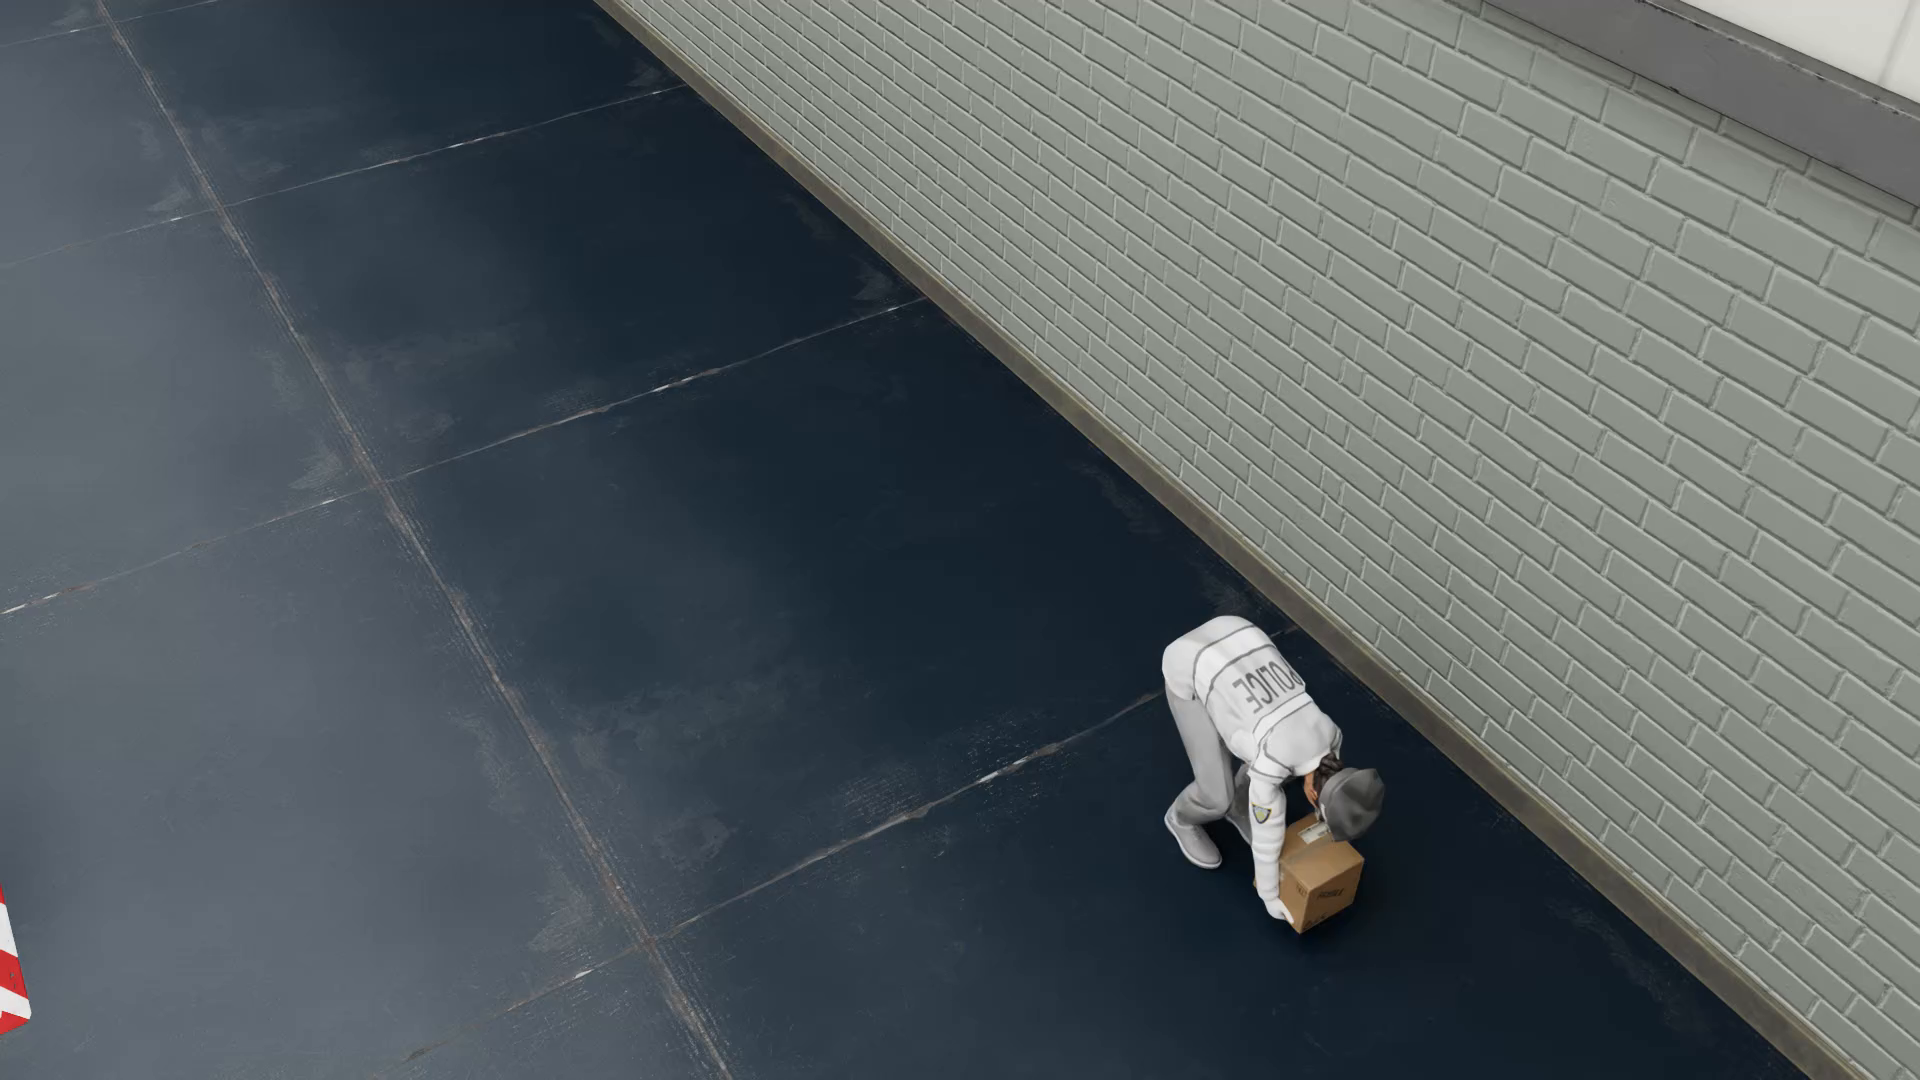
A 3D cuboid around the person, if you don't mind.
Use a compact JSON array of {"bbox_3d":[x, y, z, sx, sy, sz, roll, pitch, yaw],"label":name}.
[{"bbox_3d":[1.049,0.816,5.767,0.437,0.947,0.891,-25,47,-26],"label":"person"}]
